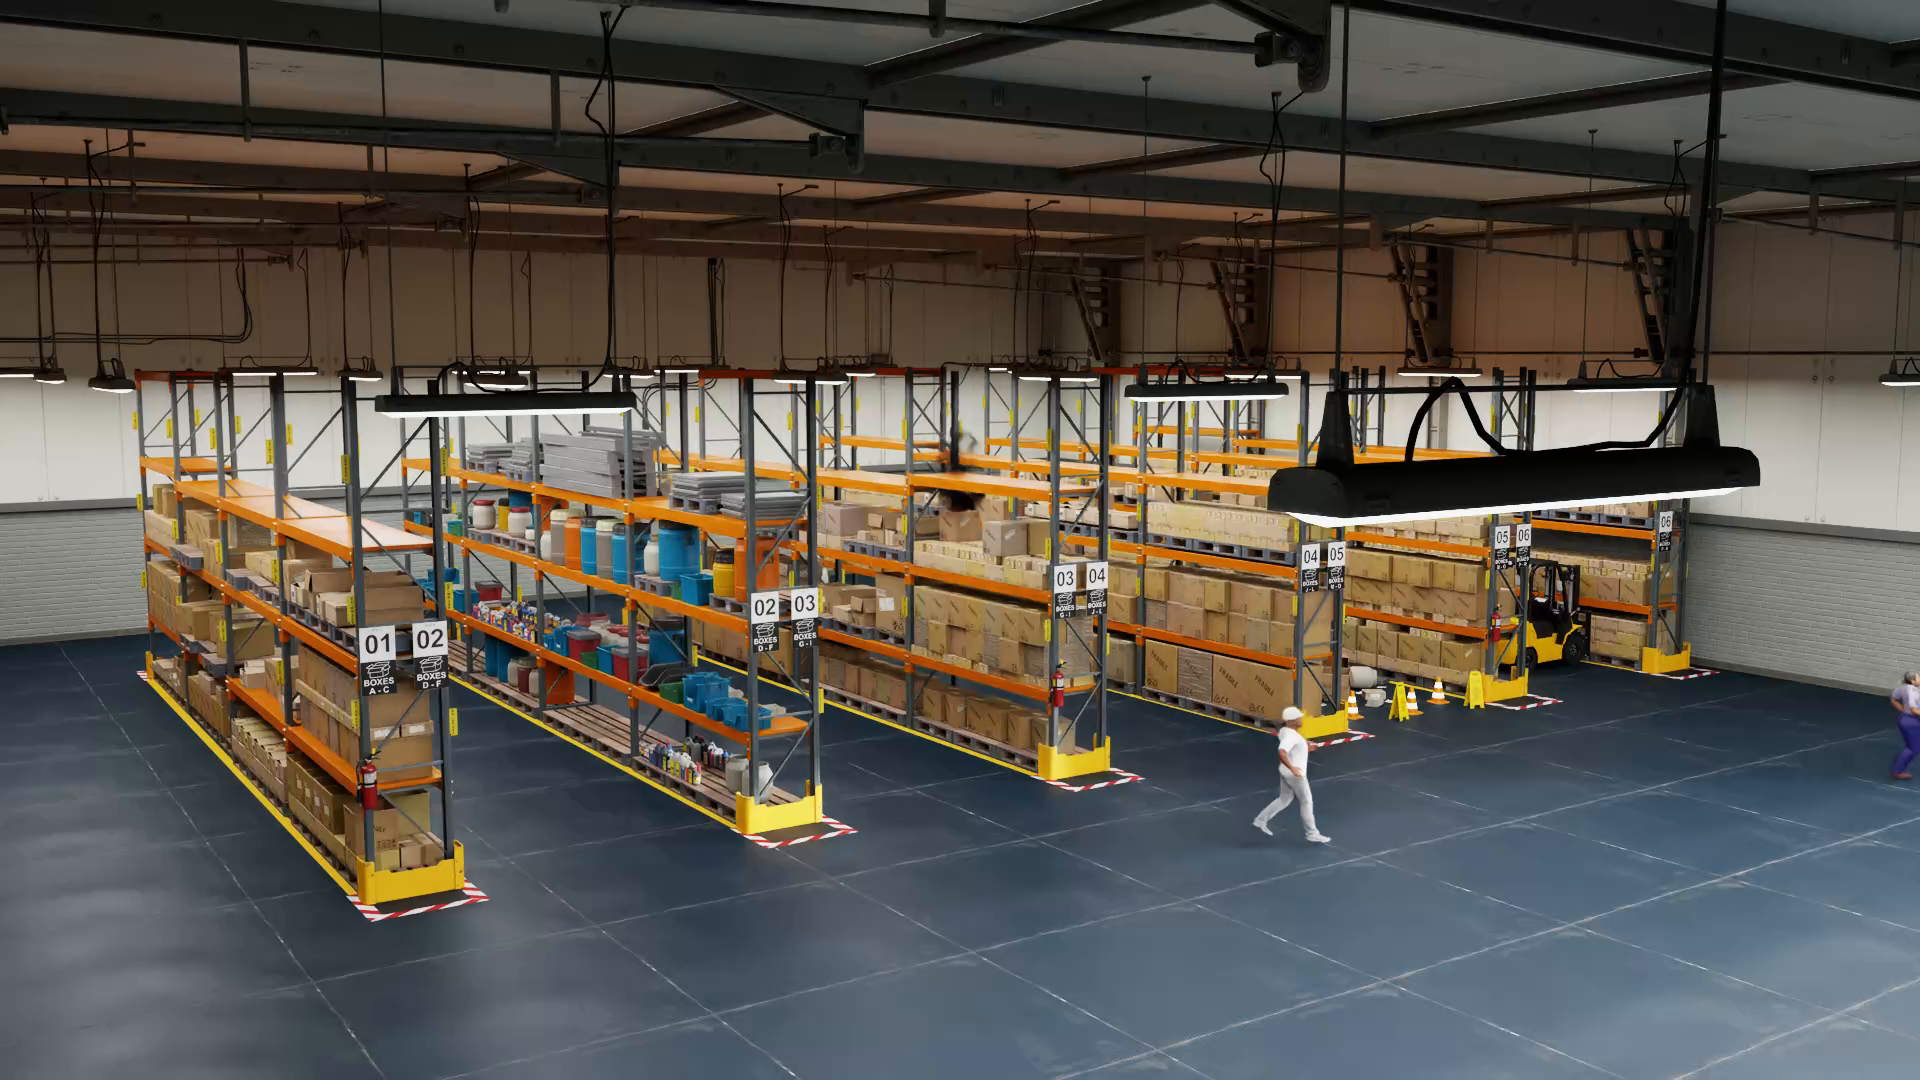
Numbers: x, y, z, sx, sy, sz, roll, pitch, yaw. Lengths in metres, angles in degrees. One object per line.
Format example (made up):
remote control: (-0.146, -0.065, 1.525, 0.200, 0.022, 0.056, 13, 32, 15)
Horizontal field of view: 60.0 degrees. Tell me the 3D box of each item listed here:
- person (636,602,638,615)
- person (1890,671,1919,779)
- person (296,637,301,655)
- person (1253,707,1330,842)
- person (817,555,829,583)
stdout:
person: (-7.423, 1.033, 39.260, 0.613, 1.827, 0.731, -3, 7, -26)
person: (14.172, 2.749, 24.689, 0.576, 1.606, 0.591, 2, 7, 16)
person: (-13.200, 1.847, 32.769, 0.546, 1.605, 0.778, -6, 9, -41)
person: (4.285, 3.014, 21.405, 0.989, 1.754, 0.700, -1, 6, -5)
person: (-3.214, 1.193, 37.945, 0.677, 1.727, 0.600, -4, 8, -32)
